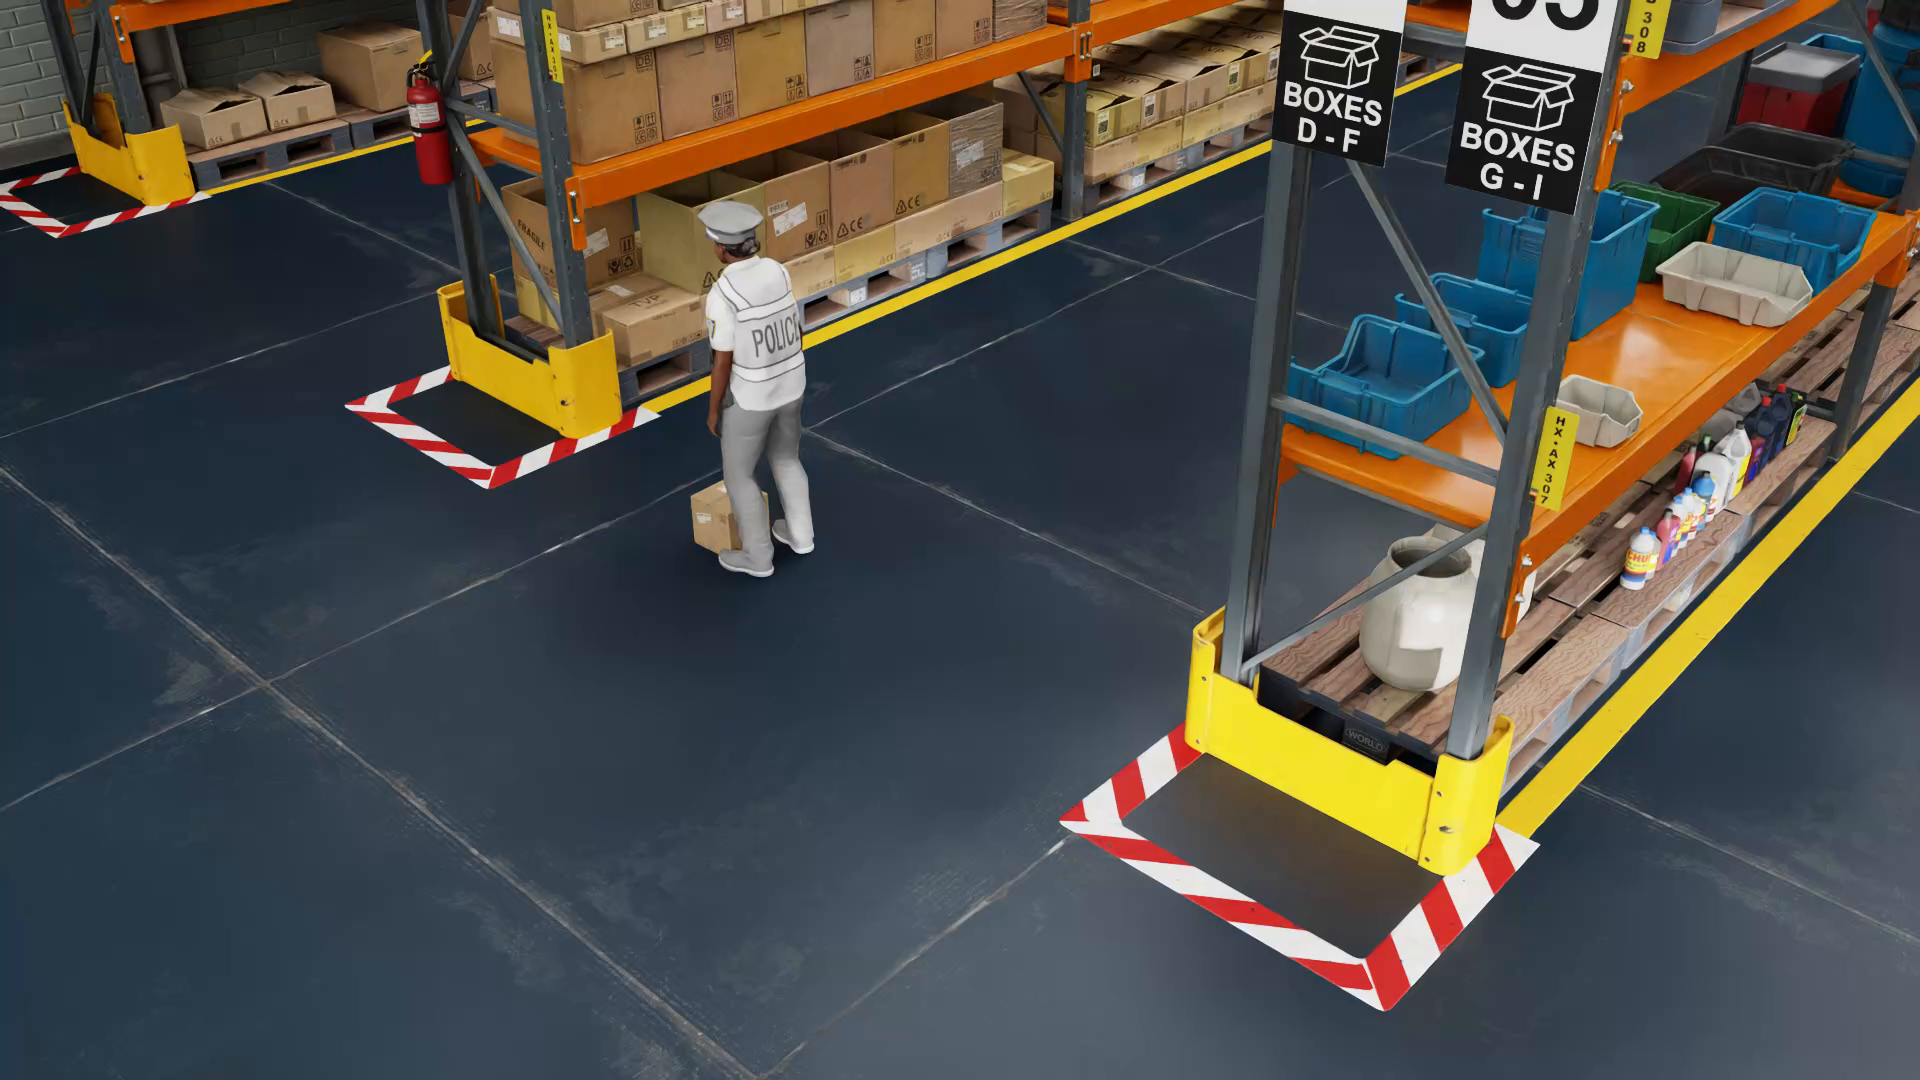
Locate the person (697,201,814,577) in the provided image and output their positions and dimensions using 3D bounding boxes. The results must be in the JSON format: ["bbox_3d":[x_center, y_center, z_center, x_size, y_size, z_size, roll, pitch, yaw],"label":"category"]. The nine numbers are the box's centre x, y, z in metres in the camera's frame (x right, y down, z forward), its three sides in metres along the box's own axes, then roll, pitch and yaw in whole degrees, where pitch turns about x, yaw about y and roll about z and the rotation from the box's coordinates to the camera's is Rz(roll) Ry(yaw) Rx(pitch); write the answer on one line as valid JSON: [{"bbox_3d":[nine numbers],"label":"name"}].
[{"bbox_3d":[-0.870,-0.624,7.152,0.392,1.659,0.505,26,40,35],"label":"person"}]
